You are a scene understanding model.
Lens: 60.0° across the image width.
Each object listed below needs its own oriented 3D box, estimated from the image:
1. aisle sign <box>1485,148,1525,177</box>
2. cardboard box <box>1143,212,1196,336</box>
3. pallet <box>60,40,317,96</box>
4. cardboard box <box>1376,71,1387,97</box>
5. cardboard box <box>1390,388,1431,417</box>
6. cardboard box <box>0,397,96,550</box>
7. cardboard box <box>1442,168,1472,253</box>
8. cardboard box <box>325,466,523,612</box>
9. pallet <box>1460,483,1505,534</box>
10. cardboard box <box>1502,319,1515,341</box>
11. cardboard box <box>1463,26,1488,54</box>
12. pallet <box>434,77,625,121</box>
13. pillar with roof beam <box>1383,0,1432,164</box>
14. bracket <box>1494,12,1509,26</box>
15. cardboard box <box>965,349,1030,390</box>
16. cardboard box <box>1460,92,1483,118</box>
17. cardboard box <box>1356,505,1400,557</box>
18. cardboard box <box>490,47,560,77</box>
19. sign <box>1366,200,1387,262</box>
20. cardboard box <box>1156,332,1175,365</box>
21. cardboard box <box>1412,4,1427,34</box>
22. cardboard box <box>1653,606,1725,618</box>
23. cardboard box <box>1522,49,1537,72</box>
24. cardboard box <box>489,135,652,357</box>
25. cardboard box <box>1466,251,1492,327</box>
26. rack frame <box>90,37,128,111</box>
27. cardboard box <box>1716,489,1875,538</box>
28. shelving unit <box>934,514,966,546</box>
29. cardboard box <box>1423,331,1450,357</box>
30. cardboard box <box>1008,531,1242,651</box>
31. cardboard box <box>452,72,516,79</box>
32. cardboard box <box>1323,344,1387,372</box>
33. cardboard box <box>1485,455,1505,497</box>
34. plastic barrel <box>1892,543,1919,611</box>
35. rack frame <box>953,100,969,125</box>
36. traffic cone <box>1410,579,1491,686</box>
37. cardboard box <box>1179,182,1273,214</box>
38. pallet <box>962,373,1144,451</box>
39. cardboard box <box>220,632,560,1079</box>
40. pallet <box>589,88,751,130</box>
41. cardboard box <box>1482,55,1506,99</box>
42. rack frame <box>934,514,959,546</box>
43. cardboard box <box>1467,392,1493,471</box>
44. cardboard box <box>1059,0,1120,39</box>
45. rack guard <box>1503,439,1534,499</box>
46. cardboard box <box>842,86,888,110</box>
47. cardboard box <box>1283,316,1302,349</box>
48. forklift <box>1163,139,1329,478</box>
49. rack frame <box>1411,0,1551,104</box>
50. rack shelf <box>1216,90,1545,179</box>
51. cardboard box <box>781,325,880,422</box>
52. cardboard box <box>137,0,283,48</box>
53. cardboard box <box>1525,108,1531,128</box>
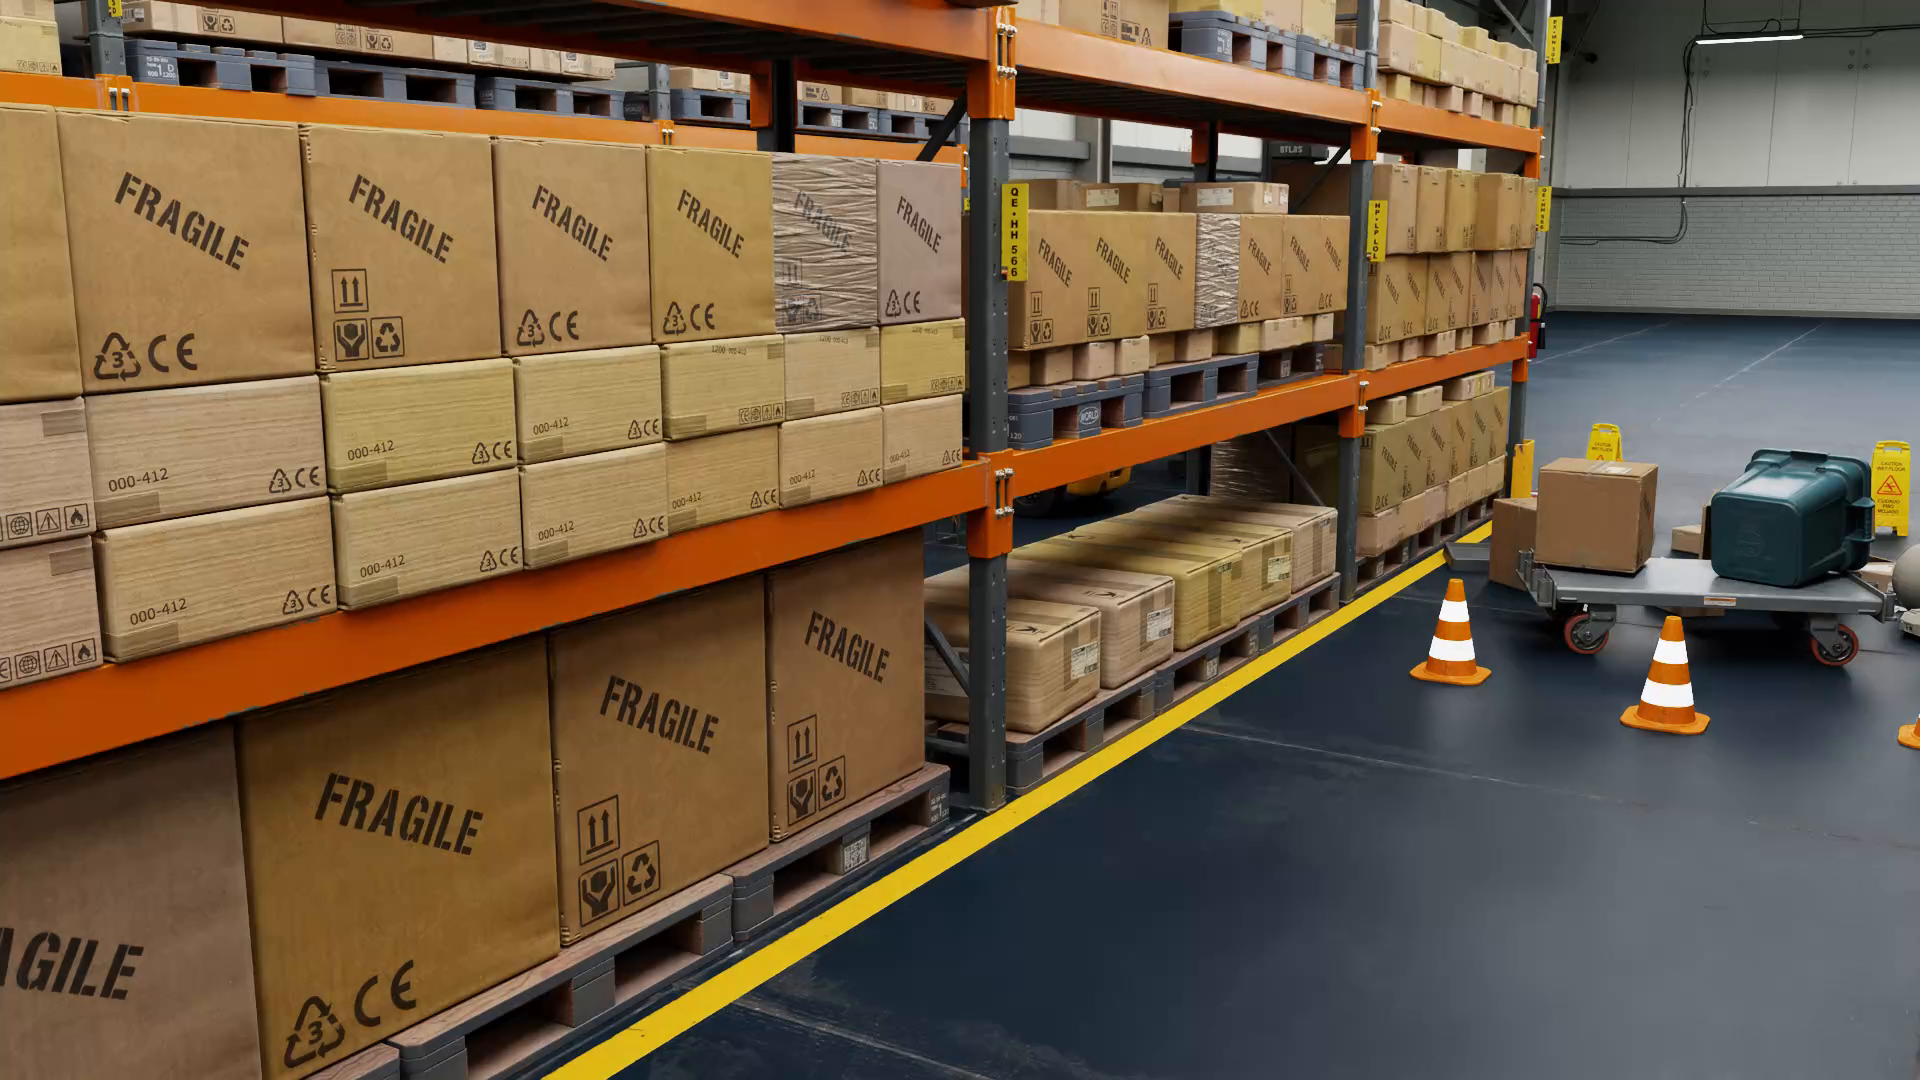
[{"bbox_3d":[4.144,-3.049,12.441,0.394,0.787,0.004,6,12,31],"label":"aisle sign"},{"bbox_3d":[0.677,-1.149,7.132,0.500,0.500,0.500,7,12,32],"label":"cardboard box"},{"bbox_3d":[-4.257,-2.502,8.943,1.213,0.211,1.003,7,13,33],"label":"pallet"},{"bbox_3d":[2.163,-2.537,9.302,0.380,0.149,0.250,6,12,30],"label":"cardboard box"},{"bbox_3d":[2.706,-0.865,10.367,0.380,0.149,0.250,7,13,33],"label":"cardboard box"},{"bbox_3d":[-1.896,-0.117,2.889,0.500,0.250,0.500,6,12,29],"label":"cardboard box"},{"bbox_3d":[2.769,-2.050,10.373,0.700,0.500,0.500,6,12,29],"label":"cardboard box"},{"bbox_3d":[-1.365,-0.033,3.802,0.500,0.250,0.500,6,12,30],"label":"cardboard box"},{"bbox_3d":[3.373,-0.283,12.305,1.003,0.211,1.213,6,12,31],"label":"pallet"},{"bbox_3d":[3.816,-1.536,12.107,0.380,0.149,0.250,6,12,30],"label":"cardboard box"},{"bbox_3d":[3.174,-3.207,10.710,0.380,0.149,0.250,7,13,32],"label":"cardboard box"},{"bbox_3d":[-2.903,-2.875,10.940,0.805,0.209,1.217,6,12,28],"label":"pallet"},{"bbox_3d":[11.513,-7.608,27.554,9.100,9.000,0.548,6,12,31],"label":"pillar with roof beam"},{"bbox_3d":[11.037,-10.633,33.930,0.235,0.232,0.430,6,12,31],"label":"bracket"},{"bbox_3d":[0.039,-0.648,6.219,0.380,0.149,0.250,6,12,27],"label":"cardboard box"},{"bbox_3d":[3.159,-2.812,10.768,0.380,0.149,0.250,6,12,30],"label":"cardboard box"},{"bbox_3d":[2.325,-0.082,9.989,0.500,0.250,0.500,6,12,28],"label":"cardboard box"},{"bbox_3d":[-2.768,-3.039,10.567,0.380,0.149,0.250,6,12,31],"label":"cardboard box"},{"bbox_3d":[2.264,-1.677,9.030,0.100,0.325,0.005,6,12,31],"label":"sign"},{"bbox_3d":[0.728,-0.862,7.365,0.380,0.149,0.250,7,13,33],"label":"cardboard box"},{"bbox_3d":[2.485,-3.006,9.639,0.380,0.149,0.250,6,12,29],"label":"cardboard box"},{"bbox_3d":[4.045,0.260,9.257,0.258,0.266,0.396,-2,11,-9],"label":"cardboard box"},{"bbox_3d":[3.941,-3.451,12.016,0.380,0.149,0.250,7,12,31],"label":"cardboard box"},{"bbox_3d":[-1.126,-0.728,4.117,0.500,0.500,0.500,6,12,30],"label":"cardboard box"},{"bbox_3d":[3.291,-1.717,11.307,0.500,0.500,0.500,6,12,30],"label":"cardboard box"},{"bbox_3d":[-4.533,-1.005,8.586,1.000,3.000,0.127,6,12,31],"label":"rack frame"},{"bbox_3d":[5.116,-0.044,10.239,0.797,0.503,0.637,-2,11,-9],"label":"cardboard box"},{"bbox_3d":[-0.028,-0.508,11.227,0.215,1.050,0.252,6,12,31],"label":"shelving unit"},{"bbox_3d":[2.898,-1.256,10.610,0.380,0.149,0.250,6,12,31],"label":"cardboard box"},{"bbox_3d":[0.788,0.230,7.987,0.950,0.372,0.625,7,13,33],"label":"cardboard box"},{"bbox_3d":[-3.093,-3.075,10.761,0.380,0.149,0.250,6,12,31],"label":"cardboard box"},{"bbox_3d":[2.225,-1.056,9.540,0.380,0.149,0.250,6,12,30],"label":"cardboard box"},{"bbox_3d":[3.662,-0.488,12.154,0.500,0.250,0.500,6,12,30],"label":"cardboard box"},{"bbox_3d":[5.349,0.238,8.948,0.421,0.421,0.512,-4,11,-18],"label":"plastic barrel"},{"bbox_3d":[-0.380,-5.212,14.754,1.000,3.000,0.127,6,12,31],"label":"rack frame"},{"bbox_3d":[2.340,0.415,7.894,0.336,0.463,0.334,6,12,31],"label":"traffic cone"},{"bbox_3d":[1.272,-1.632,7.950,0.380,0.149,0.250,6,12,28],"label":"cardboard box"},{"bbox_3d":[-0.010,-0.559,6.727,1.213,0.211,1.003,6,12,31],"label":"pallet"},{"bbox_3d":[-1.650,0.688,4.177,0.875,0.875,0.875,7,13,32],"label":"cardboard box"},{"bbox_3d":[-2.036,-3.202,12.408,1.003,0.211,1.213,6,12,31],"label":"pallet"},{"bbox_3d":[3.302,-3.069,11.059,0.500,0.250,0.500,7,13,32],"label":"cardboard box"},{"bbox_3d":[-0.091,-0.488,11.125,0.200,1.050,0.008,6,12,31],"label":"rack frame"},{"bbox_3d":[3.403,-0.780,11.676,0.500,0.500,0.500,7,13,33],"label":"cardboard box"},{"bbox_3d":[0.212,-2.203,6.562,0.700,0.500,0.500,6,12,31],"label":"cardboard box"},{"bbox_3d":[3.825,-0.549,12.943,1.175,0.500,0.348,6,12,31],"label":"rack guard"},{"bbox_3d":[-1.019,-3.798,13.668,0.700,0.500,0.500,6,12,31],"label":"cardboard box"},{"bbox_3d":[1.501,-1.052,8.380,0.380,0.149,0.250,6,12,30],"label":"cardboard box"},{"bbox_3d":[2.275,-2.051,14.359,3.031,2.935,1.130,3,11,16],"label":"forklift"},{"bbox_3d":[3.864,-4.738,12.225,1.000,3.000,0.127,6,12,31],"label":"rack frame"},{"bbox_3d":[2.826,-2.596,10.887,1.077,0.370,4.000,6,12,31],"label":"rack shelf"},{"bbox_3d":[-0.586,-0.522,5.055,0.500,0.250,0.500,6,12,29],"label":"cardboard box"},{"bbox_3d":[-3.949,-2.875,8.737,0.500,0.500,0.500,7,12,31],"label":"cardboard box"},{"bbox_3d":[3.918,-3.058,12.081,0.380,0.149,0.250,6,12,31],"label":"cardboard box"}]
